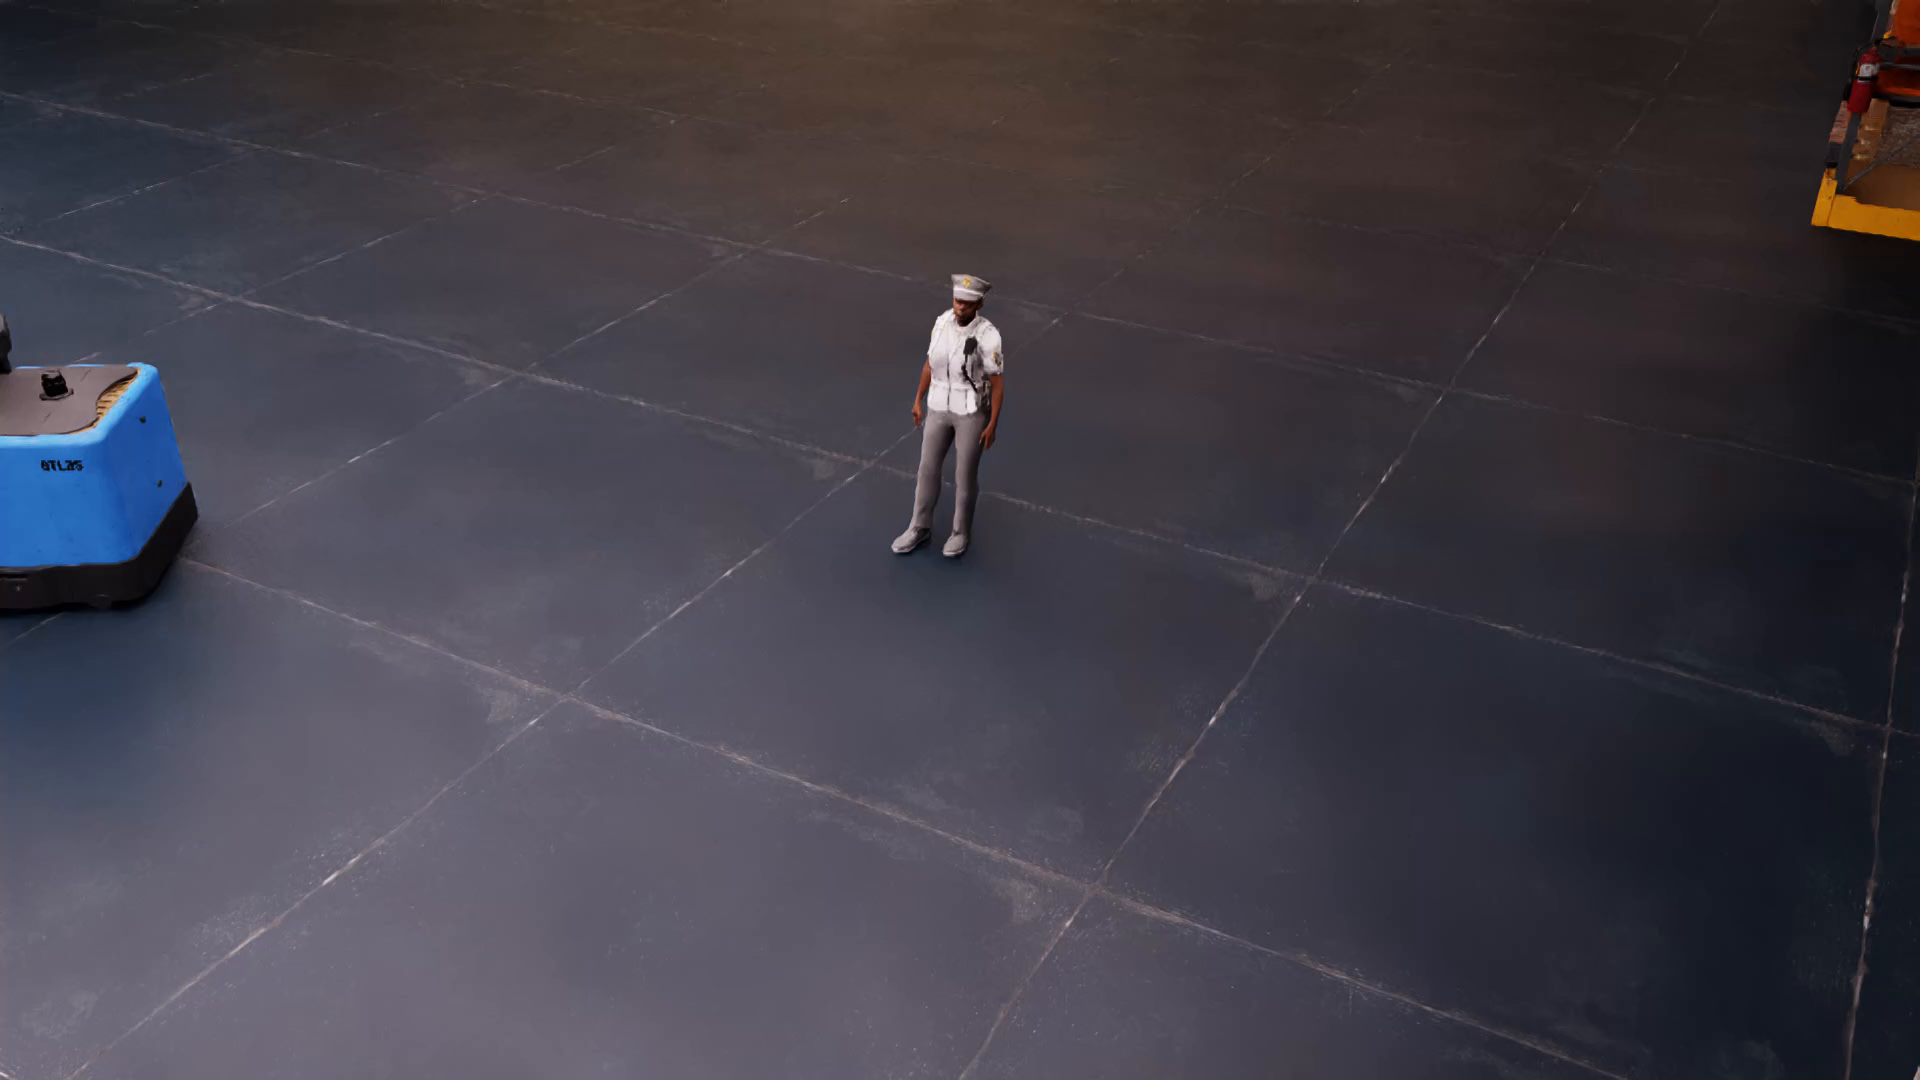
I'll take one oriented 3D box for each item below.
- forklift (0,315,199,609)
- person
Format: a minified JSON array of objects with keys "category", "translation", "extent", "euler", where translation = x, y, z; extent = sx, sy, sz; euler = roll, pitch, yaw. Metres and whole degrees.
[{"category":"forklift","translation":[-6.102,-1.074,8.931],"extent":[3.031,2.935,1.130],"euler":[-2,30,-4]},{"category":"person","translation":[-0.053,-0.712,9.527],"extent":[0.570,1.693,0.529],"euler":[15,33,25]}]
